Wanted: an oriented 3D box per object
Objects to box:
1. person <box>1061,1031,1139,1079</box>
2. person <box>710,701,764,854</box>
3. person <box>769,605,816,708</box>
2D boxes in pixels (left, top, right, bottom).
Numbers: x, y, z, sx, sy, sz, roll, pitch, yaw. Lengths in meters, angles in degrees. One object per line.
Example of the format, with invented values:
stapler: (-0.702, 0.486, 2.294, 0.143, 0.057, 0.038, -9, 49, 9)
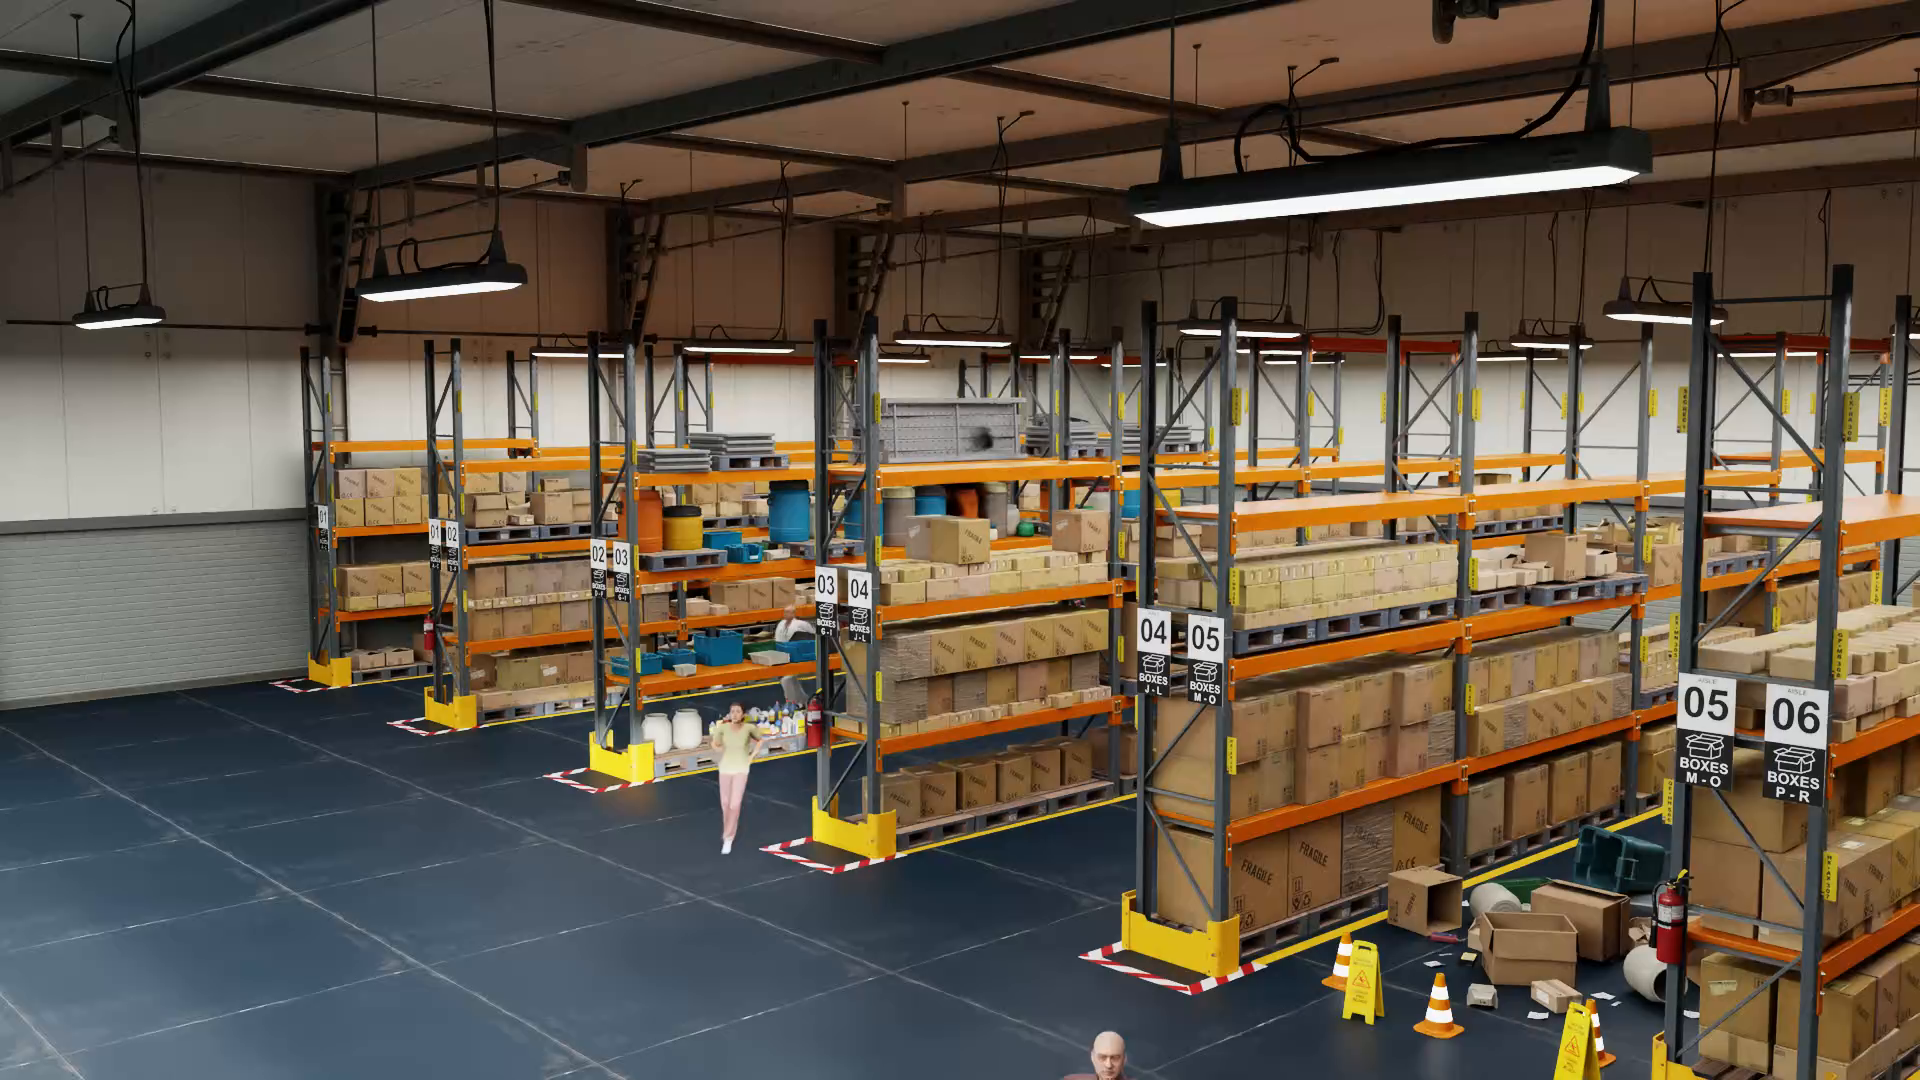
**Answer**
person: (0.784, 3.482, 8.854, 0.710, 1.754, 1.055, 0, 5, 5)
person: (-2.548, 2.676, 18.955, 0.580, 1.721, 0.715, 1, 5, 7)
person: (-2.710, 1.948, 26.637, 0.689, 1.827, 0.833, 5, 7, 42)
